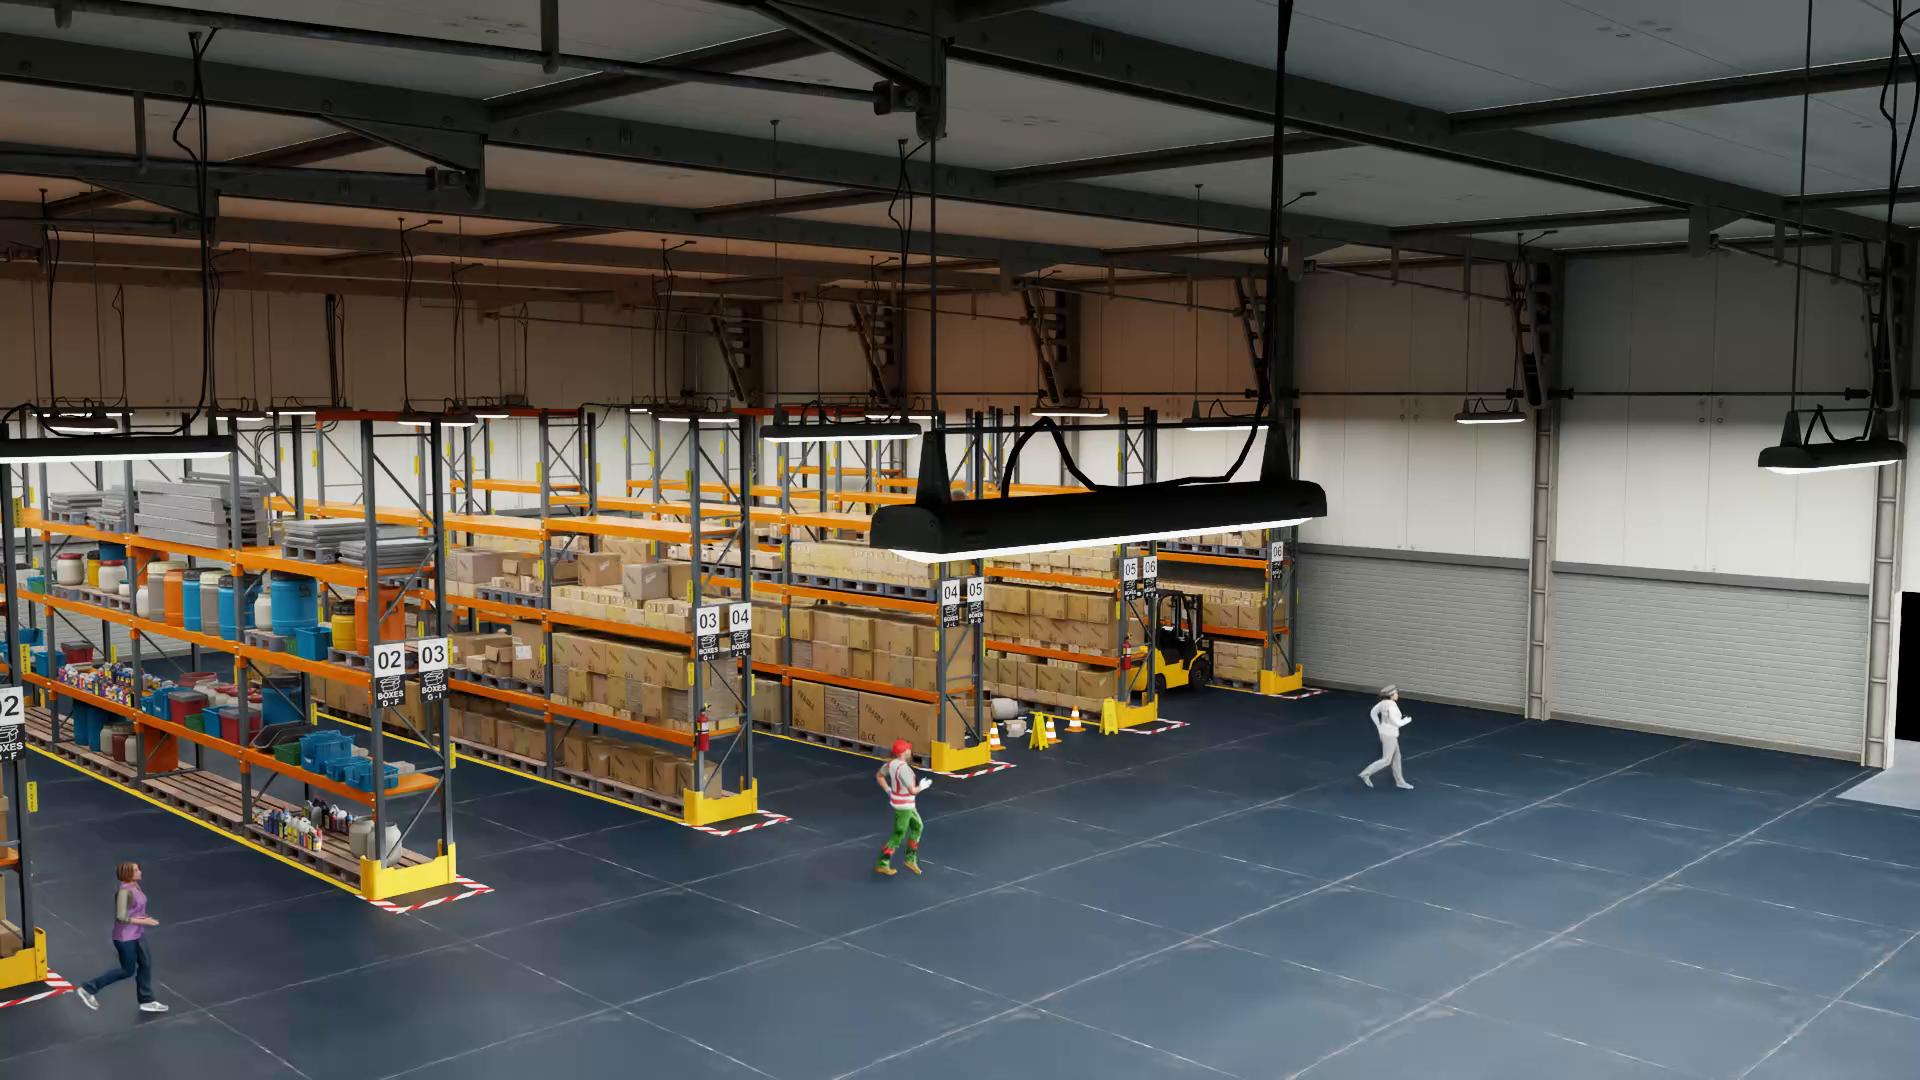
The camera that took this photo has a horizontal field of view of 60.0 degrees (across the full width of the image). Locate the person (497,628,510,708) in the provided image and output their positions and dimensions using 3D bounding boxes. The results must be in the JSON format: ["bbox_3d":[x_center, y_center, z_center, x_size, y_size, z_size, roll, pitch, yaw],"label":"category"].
[{"bbox_3d":[-8.945,2.583,32.573,0.669,1.725,0.708,4,7,41],"label":"person"}]

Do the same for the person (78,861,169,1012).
[{"bbox_3d":[-8.527,4.054,16.930,0.805,1.597,0.549,-1,5,-15],"label":"person"}]

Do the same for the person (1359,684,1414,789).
[{"bbox_3d":[6.785,3.126,26.416,0.899,1.687,0.631,0,5,-2],"label":"person"}]

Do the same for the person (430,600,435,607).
[{"bbox_3d":[-12.532,1.977,39.342,0.714,1.823,0.845,3,6,27],"label":"person"}]

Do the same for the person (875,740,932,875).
[{"bbox_3d":[-0.746,3.515,21.709,0.774,1.845,0.628,-1,5,-14],"label":"person"}]
